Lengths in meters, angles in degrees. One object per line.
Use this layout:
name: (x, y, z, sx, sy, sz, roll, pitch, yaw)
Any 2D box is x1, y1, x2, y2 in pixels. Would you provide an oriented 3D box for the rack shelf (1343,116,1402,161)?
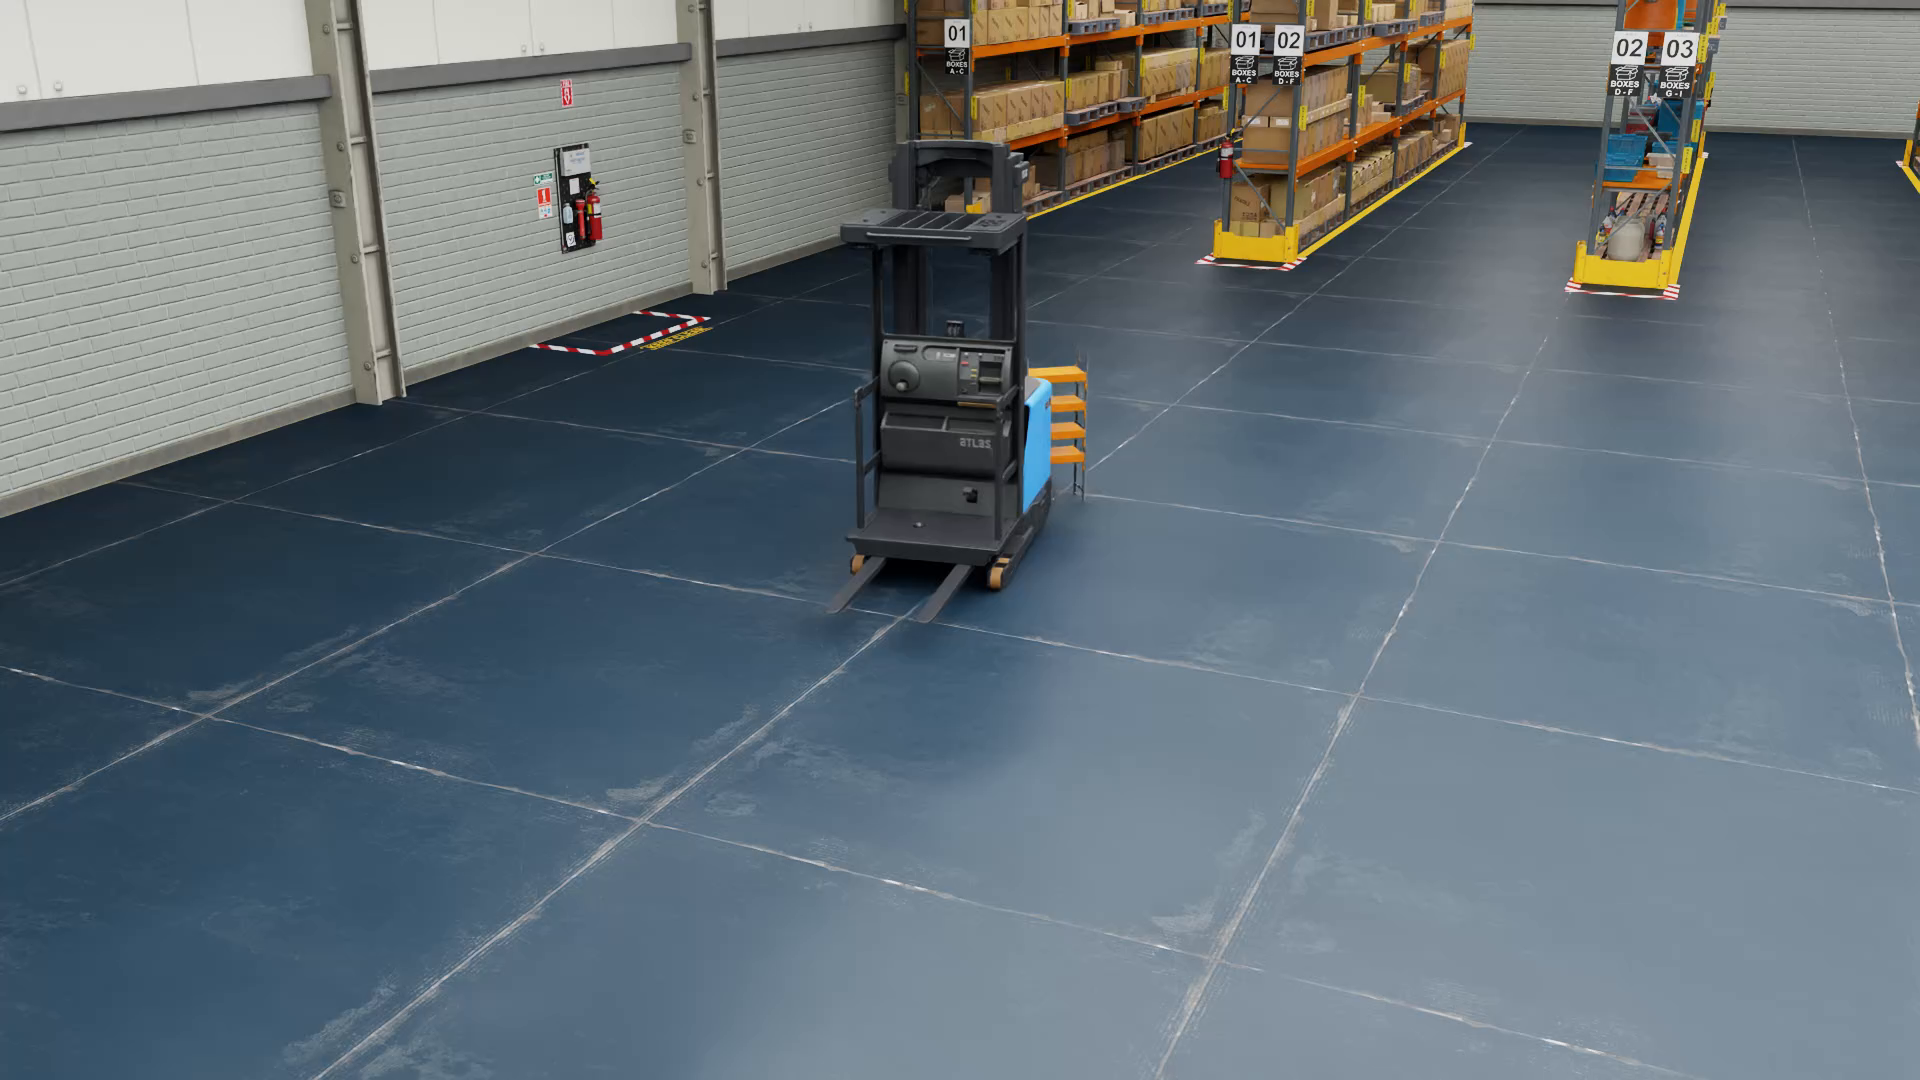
rack shelf: (6.689, -6.955, 28.622, 1.077, 0.370, 4.000, 9, 21, 23)

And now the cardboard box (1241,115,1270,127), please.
cardboard box: (4.215, -5.955, 23.621, 0.380, 0.149, 0.250, 8, 21, 22)

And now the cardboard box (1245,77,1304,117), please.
cardboard box: (4.456, -6.275, 23.552, 0.700, 0.500, 0.500, 9, 21, 23)

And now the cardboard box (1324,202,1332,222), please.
cardboard box: (5.474, -5.107, 25.829, 0.500, 0.250, 0.500, 9, 21, 23)

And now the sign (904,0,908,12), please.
sign: (-0.787, -8.051, 24.833, 0.100, 0.325, 0.005, 9, 21, 23)

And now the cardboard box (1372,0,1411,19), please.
cardboard box: (7.656, -9.504, 30.089, 0.910, 0.500, 0.500, 9, 21, 23)

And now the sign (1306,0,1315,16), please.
sign: (4.736, -7.244, 22.463, 0.100, 0.325, 0.005, 9, 21, 23)

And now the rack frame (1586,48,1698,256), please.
rack frame: (8.749, -4.779, 21.430, 1.000, 3.000, 0.127, 9, 21, 23)

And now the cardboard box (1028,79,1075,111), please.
cardboard box: (1.589, -7.766, 29.024, 0.700, 0.500, 0.500, 9, 21, 23)

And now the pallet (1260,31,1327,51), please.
pallet: (4.545, -7.044, 23.454, 1.003, 0.211, 1.213, 9, 21, 23)

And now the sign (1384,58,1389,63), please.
sign: (8.648, -9.608, 33.717, 0.100, 0.325, 0.005, 9, 21, 23)

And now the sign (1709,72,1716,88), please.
sign: (15.810, -9.676, 34.957, 0.100, 0.325, 0.005, 9, 21, 23)

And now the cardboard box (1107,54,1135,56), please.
cardboard box: (3.151, -9.466, 32.867, 0.500, 0.250, 0.500, 8, 21, 21)

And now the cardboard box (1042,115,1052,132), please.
cardboard box: (1.220, -6.962, 27.763, 0.500, 0.250, 0.500, 9, 21, 23)

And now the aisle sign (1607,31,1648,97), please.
aisle sign: (8.449, -6.023, 21.047, 0.394, 0.787, 0.004, 9, 21, 23)

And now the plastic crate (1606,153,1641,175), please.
plastic crate: (8.952, -5.101, 22.557, 0.499, 0.251, 0.408, 9, 21, 23)

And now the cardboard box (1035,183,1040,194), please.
cardboard box: (1.157, -6.066, 28.620, 0.380, 0.166, 0.250, 6, 20, 16)

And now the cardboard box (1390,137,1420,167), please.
cardboard box: (8.583, -7.508, 32.179, 0.500, 0.500, 0.500, 8, 21, 21)

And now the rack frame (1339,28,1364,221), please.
rack frame: (5.870, -6.683, 26.783, 1.000, 3.000, 0.127, 9, 21, 23)

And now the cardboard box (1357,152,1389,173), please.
cardboard box: (7.311, -6.718, 29.523, 0.500, 0.311, 0.500, 8, 21, 22)

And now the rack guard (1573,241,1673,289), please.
rack guard: (8.738, -3.631, 21.932, 1.175, 0.500, 0.348, 9, 21, 23)

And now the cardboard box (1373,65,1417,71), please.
cardboard box: (8.524, -9.040, 32.636, 0.700, 0.500, 0.500, 12, 23, 31)

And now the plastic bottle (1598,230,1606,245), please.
plastic bottle: (9.102, -4.289, 23.573, 0.097, 0.201, 0.097, 0, 20, 0)

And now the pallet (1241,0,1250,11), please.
pallet: (5.969, -12.173, 37.876, 1.003, 0.211, 1.213, 9, 21, 23)

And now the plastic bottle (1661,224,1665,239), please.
plastic bottle: (9.957, -4.348, 23.632, 0.097, 0.271, 0.097, 0, 20, 0)

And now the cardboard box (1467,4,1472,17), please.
cardboard box: (10.814, -11.500, 36.077, 0.500, 0.250, 0.500, 9, 21, 23)

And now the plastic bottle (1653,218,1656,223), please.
plastic bottle: (10.072, -4.542, 24.160, 0.061, 0.283, 0.133, 9, 21, 23)

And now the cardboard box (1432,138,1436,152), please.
cardboard box: (9.515, -8.167, 34.313, 0.500, 0.311, 0.500, 9, 21, 23)

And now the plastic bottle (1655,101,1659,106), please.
plastic bottle: (12.631, -7.832, 30.208, 0.097, 0.271, 0.097, 0, 20, 0)

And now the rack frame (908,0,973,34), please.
rack frame: (-0.289, -8.965, 24.247, 1.000, 3.000, 0.127, 9, 21, 23)

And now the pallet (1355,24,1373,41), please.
pallet: (6.219, -8.277, 27.075, 0.805, 0.209, 1.217, 8, 21, 21)

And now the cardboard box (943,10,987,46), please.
cardboard box: (0.076, -7.676, 24.921, 0.500, 0.500, 0.500, 9, 22, 24)

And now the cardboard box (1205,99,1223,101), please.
cardboard box: (5.936, -10.193, 38.790, 0.380, 0.149, 0.250, 9, 21, 23)

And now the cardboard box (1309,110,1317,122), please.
cardboard box: (5.010, -6.219, 24.361, 0.380, 0.149, 0.250, 8, 21, 21)

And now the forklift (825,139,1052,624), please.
forklift: (-0.149, -1.174, 11.396, 1.130, 2.935, 3.031, 5, 20, 14)

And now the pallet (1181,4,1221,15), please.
pallet: (4.970, -11.427, 35.779, 1.003, 0.211, 1.213, 9, 21, 23)

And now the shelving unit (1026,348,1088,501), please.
shelving unit: (0.726, -0.893, 13.190, 0.503, 1.200, 0.258, -5, 20, -14)

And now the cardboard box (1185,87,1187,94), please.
cardboard box: (4.516, -9.402, 34.775, 0.380, 0.149, 0.250, 9, 22, 24)

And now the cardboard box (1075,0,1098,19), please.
cardboard box: (2.151, -9.552, 29.600, 0.500, 0.500, 0.500, 8, 21, 21)

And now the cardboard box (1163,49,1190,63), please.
cardboard box: (4.449, -10.024, 34.436, 0.500, 0.250, 0.500, 9, 21, 24)

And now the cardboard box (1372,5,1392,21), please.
cardboard box: (7.175, -9.137, 28.804, 0.500, 0.250, 0.500, 9, 22, 24)

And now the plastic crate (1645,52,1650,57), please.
plastic crate: (9.256, -6.809, 22.685, 0.392, 0.384, 0.575, 9, 21, 23)

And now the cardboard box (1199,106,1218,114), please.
cardboard box: (5.545, -9.586, 37.083, 0.380, 0.149, 0.250, 8, 21, 21)

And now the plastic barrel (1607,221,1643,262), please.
plastic barrel: (8.949, -4.016, 22.372, 0.421, 0.512, 0.421, 0, 20, 0)

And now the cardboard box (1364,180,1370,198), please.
cardboard box: (6.681, -5.989, 28.309, 0.500, 0.250, 0.500, 8, 21, 21)

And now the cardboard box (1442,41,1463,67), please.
cardboard box: (10.438, -10.382, 35.542, 0.500, 0.500, 0.500, 9, 22, 24)

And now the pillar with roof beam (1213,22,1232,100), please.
pillar with roof beam: (10.507, -14.209, 38.994, 9.100, 9.000, 0.400, 9, 21, 23)

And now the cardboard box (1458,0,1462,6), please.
cardboard box: (10.195, -11.278, 34.706, 0.500, 0.250, 0.500, 9, 21, 23)

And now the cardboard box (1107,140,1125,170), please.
cardboard box: (2.740, -7.386, 31.835, 0.700, 0.500, 0.500, 9, 21, 23)

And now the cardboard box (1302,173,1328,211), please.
cardboard box: (5.271, -5.307, 25.272, 0.500, 0.500, 0.500, 9, 21, 23)

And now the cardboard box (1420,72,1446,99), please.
cardboard box: (9.603, -9.294, 33.975, 0.500, 0.500, 0.500, 9, 22, 24)

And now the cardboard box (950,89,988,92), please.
cardboard box: (0.133, -6.915, 26.511, 0.500, 0.500, 0.500, 8, 21, 21)

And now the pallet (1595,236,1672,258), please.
pallet: (9.576, -4.114, 23.722, 1.003, 0.211, 1.213, 9, 21, 23)

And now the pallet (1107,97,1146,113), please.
pallet: (2.792, -8.261, 31.507, 1.213, 0.211, 1.003, 9, 21, 23)

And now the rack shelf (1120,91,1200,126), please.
rack shelf: (3.806, -8.856, 33.969, 1.077, 0.370, 4.000, 9, 21, 23)
